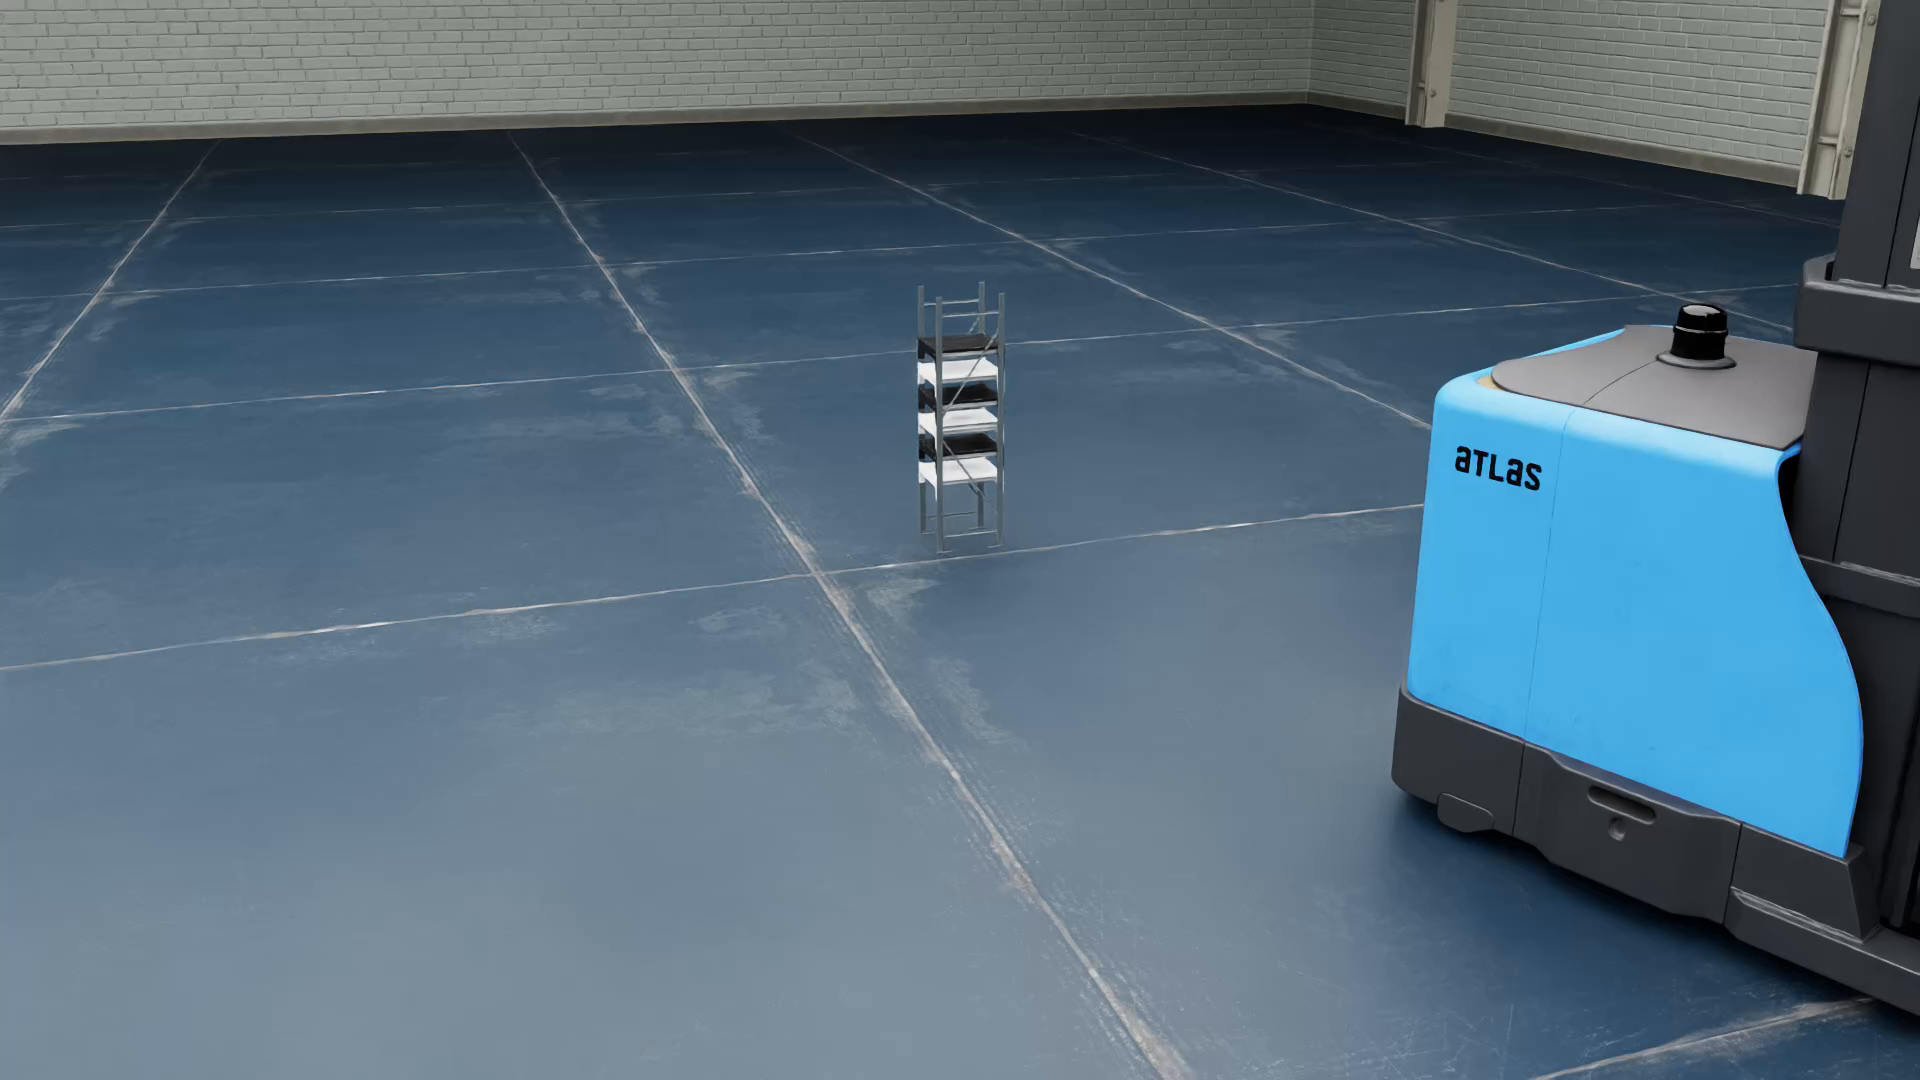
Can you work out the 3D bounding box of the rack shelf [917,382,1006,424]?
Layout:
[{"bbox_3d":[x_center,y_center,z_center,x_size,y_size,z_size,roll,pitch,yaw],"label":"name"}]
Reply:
[{"bbox_3d":[0.003,-0.474,5.738,0.258,0.077,0.200,-6,21,-17],"label":"rack shelf"}]

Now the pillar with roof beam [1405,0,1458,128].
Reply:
[{"bbox_3d":[1.323,-8.595,16.535,9.100,9.000,0.400,-6,21,-17],"label":"pillar with roof beam"}]

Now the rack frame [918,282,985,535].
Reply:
[{"bbox_3d":[-0.029,-0.454,5.848,0.240,0.900,0.006,-6,21,-17],"label":"rack frame"}]

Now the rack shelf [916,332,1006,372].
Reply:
[{"bbox_3d":[0.003,-0.644,5.677,0.258,0.077,0.200,-6,21,-17],"label":"rack shelf"}]

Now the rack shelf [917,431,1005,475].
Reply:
[{"bbox_3d":[0.003,-0.305,5.799,0.258,0.077,0.200,-6,21,-17],"label":"rack shelf"}]

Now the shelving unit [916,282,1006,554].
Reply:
[{"bbox_3d":[0.003,-0.421,5.757,0.258,0.900,0.210,-6,21,-17],"label":"shelving unit"}]

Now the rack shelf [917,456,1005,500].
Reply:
[{"bbox_3d":[0.003,-0.220,5.829,0.258,0.077,0.200,-6,21,-17],"label":"rack shelf"}]

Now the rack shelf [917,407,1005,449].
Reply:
[{"bbox_3d":[0.003,-0.390,5.768,0.258,0.077,0.200,-6,21,-17],"label":"rack shelf"}]

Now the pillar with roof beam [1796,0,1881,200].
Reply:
[{"bbox_3d":[3.208,-6.670,11.174,9.100,9.000,0.400,-6,21,-17],"label":"pillar with roof beam"}]

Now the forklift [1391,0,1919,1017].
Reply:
[{"bbox_3d":[2.411,-0.462,2.867,1.130,2.935,3.031,-17,26,-39],"label":"forklift"}]

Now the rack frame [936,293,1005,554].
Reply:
[{"bbox_3d":[0.034,-0.388,5.666,0.240,0.900,0.006,-6,21,-17],"label":"rack frame"}]

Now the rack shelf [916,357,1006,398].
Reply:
[{"bbox_3d":[0.003,-0.559,5.708,0.258,0.077,0.200,-6,21,-17],"label":"rack shelf"}]
